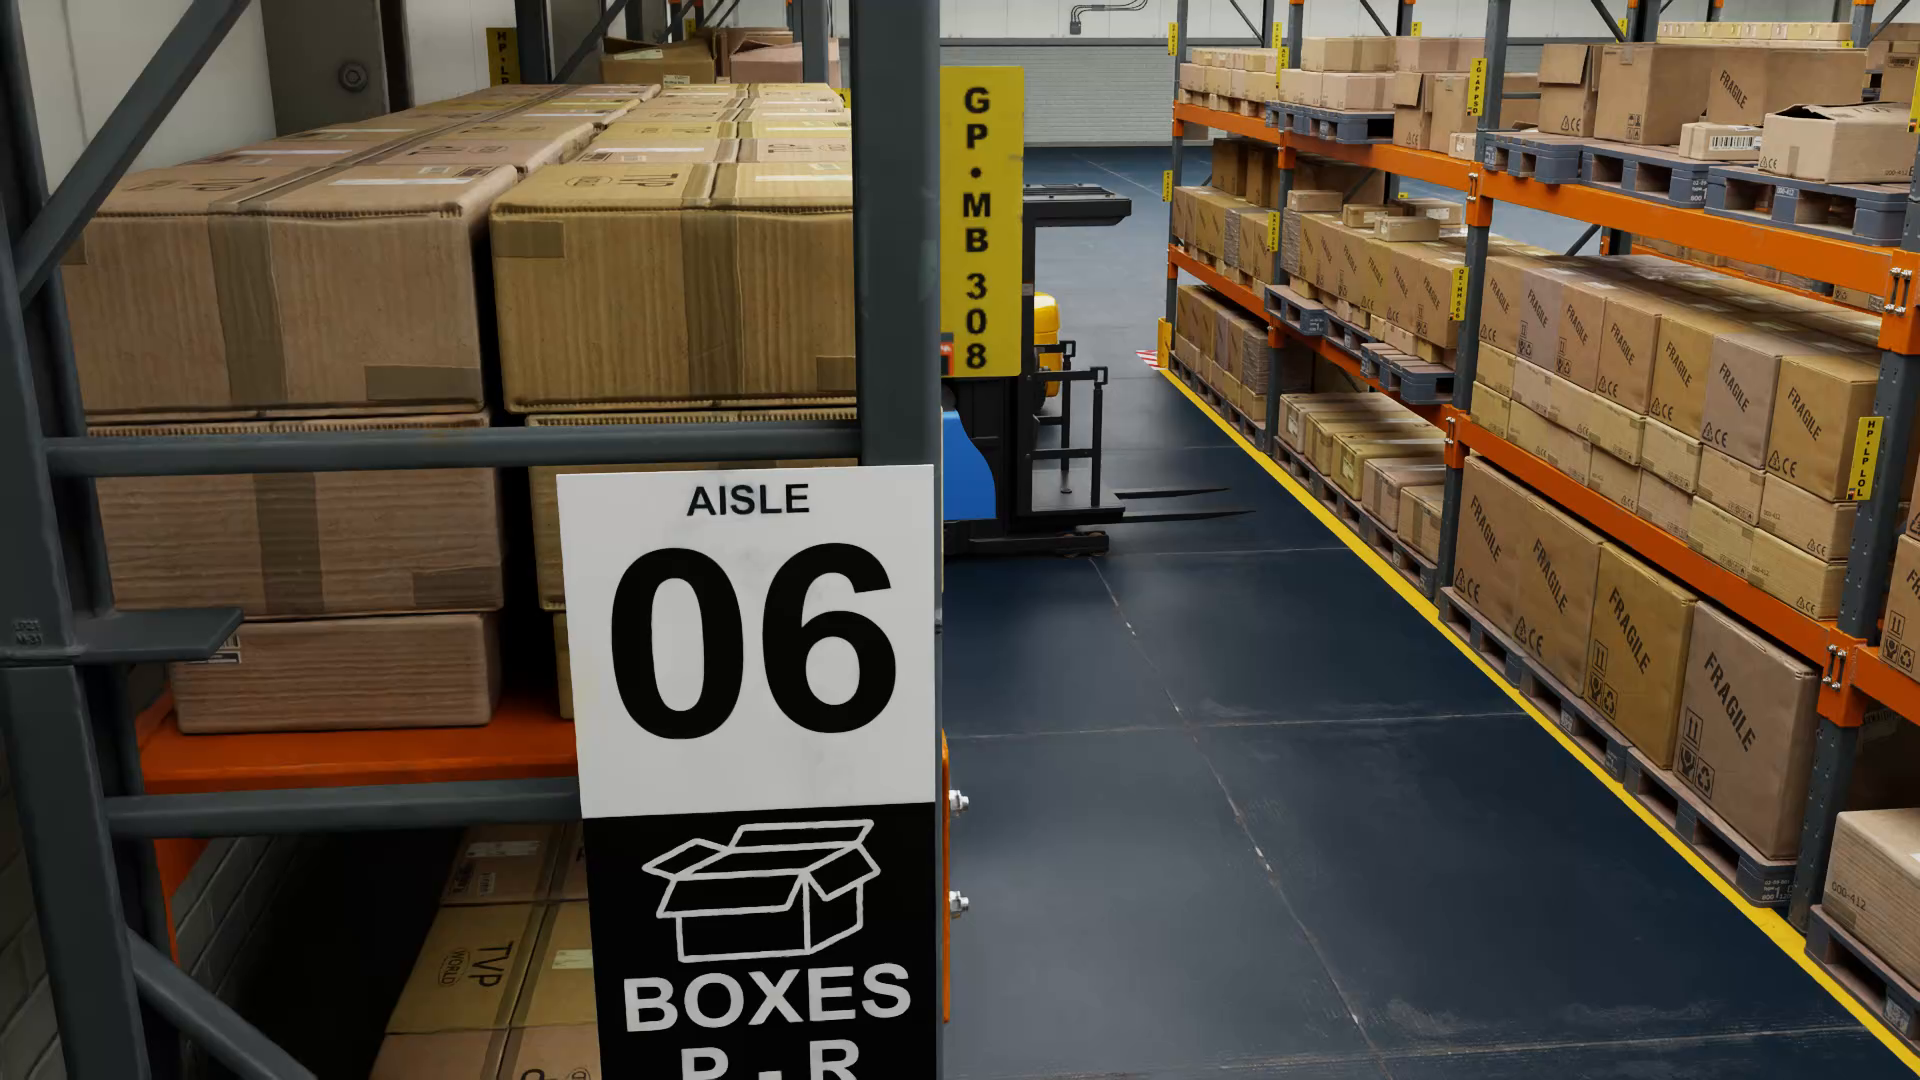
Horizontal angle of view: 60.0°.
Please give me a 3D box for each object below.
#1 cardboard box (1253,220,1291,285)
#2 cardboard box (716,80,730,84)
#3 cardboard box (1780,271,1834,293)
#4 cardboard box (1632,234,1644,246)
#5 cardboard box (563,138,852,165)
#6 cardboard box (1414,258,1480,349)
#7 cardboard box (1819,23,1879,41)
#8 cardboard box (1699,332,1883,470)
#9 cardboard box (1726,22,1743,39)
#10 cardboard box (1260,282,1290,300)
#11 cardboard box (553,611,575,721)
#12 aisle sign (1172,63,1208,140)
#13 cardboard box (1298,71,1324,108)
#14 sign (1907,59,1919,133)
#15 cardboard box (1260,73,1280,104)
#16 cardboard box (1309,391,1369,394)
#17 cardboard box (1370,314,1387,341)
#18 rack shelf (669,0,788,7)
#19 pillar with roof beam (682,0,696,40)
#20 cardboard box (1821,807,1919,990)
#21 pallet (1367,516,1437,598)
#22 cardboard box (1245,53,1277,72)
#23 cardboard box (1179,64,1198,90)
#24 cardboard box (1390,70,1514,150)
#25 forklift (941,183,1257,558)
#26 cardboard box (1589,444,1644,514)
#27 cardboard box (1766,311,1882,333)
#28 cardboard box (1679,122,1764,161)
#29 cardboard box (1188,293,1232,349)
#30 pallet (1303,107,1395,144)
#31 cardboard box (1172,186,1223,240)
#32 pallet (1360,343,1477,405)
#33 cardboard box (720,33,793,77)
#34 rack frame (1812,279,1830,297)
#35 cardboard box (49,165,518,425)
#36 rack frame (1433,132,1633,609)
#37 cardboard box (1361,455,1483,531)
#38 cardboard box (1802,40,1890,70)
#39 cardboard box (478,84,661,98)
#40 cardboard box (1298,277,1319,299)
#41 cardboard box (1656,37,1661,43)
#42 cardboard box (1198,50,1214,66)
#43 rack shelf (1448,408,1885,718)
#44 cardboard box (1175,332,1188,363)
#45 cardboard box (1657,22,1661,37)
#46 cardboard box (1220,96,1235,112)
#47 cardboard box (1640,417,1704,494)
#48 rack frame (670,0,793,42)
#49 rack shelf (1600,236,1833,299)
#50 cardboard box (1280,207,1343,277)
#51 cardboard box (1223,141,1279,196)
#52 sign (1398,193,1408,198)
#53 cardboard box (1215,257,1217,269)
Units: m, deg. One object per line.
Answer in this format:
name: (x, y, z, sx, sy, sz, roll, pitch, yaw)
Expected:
cardboard box: (2.883, -2.513, 14.510, 0.500, 0.500, 0.500, -2, 18, -7)
cardboard box: (-1.035, -2.214, 8.303, 0.380, 0.149, 0.250, -2, 18, -6)
cardboard box: (8.039, -2.563, 15.082, 0.875, 0.550, 0.550, -2, 18, -6)
cardboard box: (7.760, -3.536, 18.181, 0.875, 0.550, 0.550, -2, 18, -6)
cardboard box: (-0.353, -0.501, 2.676, 0.500, 0.250, 0.500, -2, 18, -6)
cardboard box: (3.265, -1.524, 10.658, 0.500, 0.500, 0.500, -2, 18, -7)
cardboard box: (7.734, -4.421, 14.462, 0.380, 0.149, 0.250, -2, 18, -6)
cardboard box: (3.644, -0.619, 7.305, 0.500, 0.500, 0.500, -1, 17, -5)
cardboard box: (7.577, -4.873, 15.903, 0.380, 0.149, 0.250, -2, 17, -5)
cardboard box: (2.840, -2.165, 14.485, 0.380, 0.149, 0.250, -2, 18, -6)
cardboard box: (-0.325, 0.118, 2.206, 0.380, 0.149, 0.250, -1, 17, -4)
aisle sign: (2.449, -4.640, 17.607, 0.394, 0.787, 0.004, -2, 18, -6)
cardboard box: (2.891, -3.421, 12.607, 0.500, 0.250, 0.500, -2, 18, -6)
sign: (3.462, -1.623, 5.944, 0.100, 0.325, 0.005, -2, 18, -6)
cardboard box: (2.862, -3.824, 14.095, 0.500, 0.250, 0.500, -2, 18, -6)
cardboard box: (3.384, -1.271, 15.108, 0.500, 0.250, 0.500, -3, 18, -8)
cardboard box: (3.090, -1.486, 11.621, 0.380, 0.149, 0.250, -1, 17, -5)
rack shelf: (-1.967, -4.968, 14.847, 1.077, 0.370, 4.000, -2, 18, -6)
pillar with roof beam: (0.665, -7.783, 21.946, 9.100, 9.000, 0.400, -2, 18, -6)
cardboard box: (3.959, 1.397, 6.295, 0.875, 0.438, 0.875, -2, 18, -6)
pallet: (3.509, 0.091, 11.536, 1.003, 0.211, 1.213, -2, 18, -6)
cardboard box: (2.728, -4.207, 14.649, 0.380, 0.149, 0.250, -1, 17, -4)
cardboard box: (2.550, -4.734, 16.994, 0.500, 0.250, 0.500, -2, 18, -7)
cardboard box: (3.403, -2.941, 11.356, 0.797, 0.503, 0.637, -2, 18, -6)
forklift: (0.615, -1.428, 11.832, 3.031, 2.935, 1.130, -3, 18, -9)
cardboard box: (3.562, -0.326, 8.458, 0.500, 0.250, 0.500, -2, 18, -6)
cardboard box: (4.112, -0.780, 7.818, 0.500, 0.500, 0.500, -2, 18, -7)
cardboard box: (3.657, -1.894, 7.883, 0.380, 0.166, 0.250, 0, 17, -1)
cardboard box: (2.633, -2.225, 16.894, 0.500, 0.500, 0.500, -2, 18, -8)
pallet: (3.244, -3.044, 12.171, 1.213, 0.211, 1.003, -2, 18, -6)
cardboard box: (2.536, -3.430, 17.432, 0.500, 0.500, 0.500, -2, 18, -6)
pallet: (3.409, -1.124, 11.071, 1.213, 0.211, 1.003, -2, 18, -6)
cardboard box: (-1.181, -2.803, 10.054, 0.500, 0.500, 0.500, -2, 18, -5)
rack frame: (8.089, -2.382, 14.755, 1.000, 3.000, 0.127, -2, 18, -6)
cardboard box: (-0.847, -0.333, 2.140, 0.500, 0.250, 0.500, -2, 18, -7)
rack frame: (3.588, -1.007, 10.376, 1.000, 3.000, 0.127, -2, 18, -6)
cardboard box: (3.456, -0.342, 11.944, 0.950, 0.372, 0.625, -2, 18, -7)
cardboard box: (7.783, -4.270, 14.648, 0.500, 0.250, 0.500, -2, 18, -6)
cardboard box: (-1.168, -1.244, 5.044, 0.500, 0.250, 0.500, -2, 18, -6)
cardboard box: (2.936, -2.030, 13.354, 0.380, 0.149, 0.250, -1, 17, -5)
cardboard box: (7.471, -5.171, 17.519, 0.500, 0.250, 0.500, -2, 18, -6)
cardboard box: (2.555, -4.742, 16.353, 0.380, 0.149, 0.250, -2, 18, -6)
rack shelf: (3.795, -0.068, 8.586, 1.077, 0.370, 4.000, -2, 18, -6)
cardboard box: (2.571, -2.030, 17.525, 0.500, 0.250, 0.500, -2, 18, -6)
cardboard box: (7.419, -5.329, 17.356, 0.380, 0.149, 0.250, -2, 18, -5)
cardboard box: (2.679, -4.131, 15.738, 0.380, 0.149, 0.250, -2, 18, -7)
cardboard box: (3.595, -0.409, 7.887, 0.500, 0.250, 0.500, -1, 17, -4)
rack frame: (-1.761, -4.906, 12.782, 1.000, 3.000, 0.127, -2, 18, -6)
rack shelf: (7.883, -2.634, 16.761, 1.077, 0.370, 4.000, -2, 18, -6)
cardboard box: (2.939, -2.440, 13.577, 0.500, 0.500, 0.500, -1, 17, -4)
cardboard box: (3.078, -3.761, 16.815, 0.700, 0.500, 0.500, -2, 18, -5)
sign: (3.728, -2.769, 14.057, 0.100, 0.325, 0.005, -2, 18, -6)
cardboard box: (2.705, -2.697, 16.180, 0.380, 0.149, 0.250, -2, 18, -7)
